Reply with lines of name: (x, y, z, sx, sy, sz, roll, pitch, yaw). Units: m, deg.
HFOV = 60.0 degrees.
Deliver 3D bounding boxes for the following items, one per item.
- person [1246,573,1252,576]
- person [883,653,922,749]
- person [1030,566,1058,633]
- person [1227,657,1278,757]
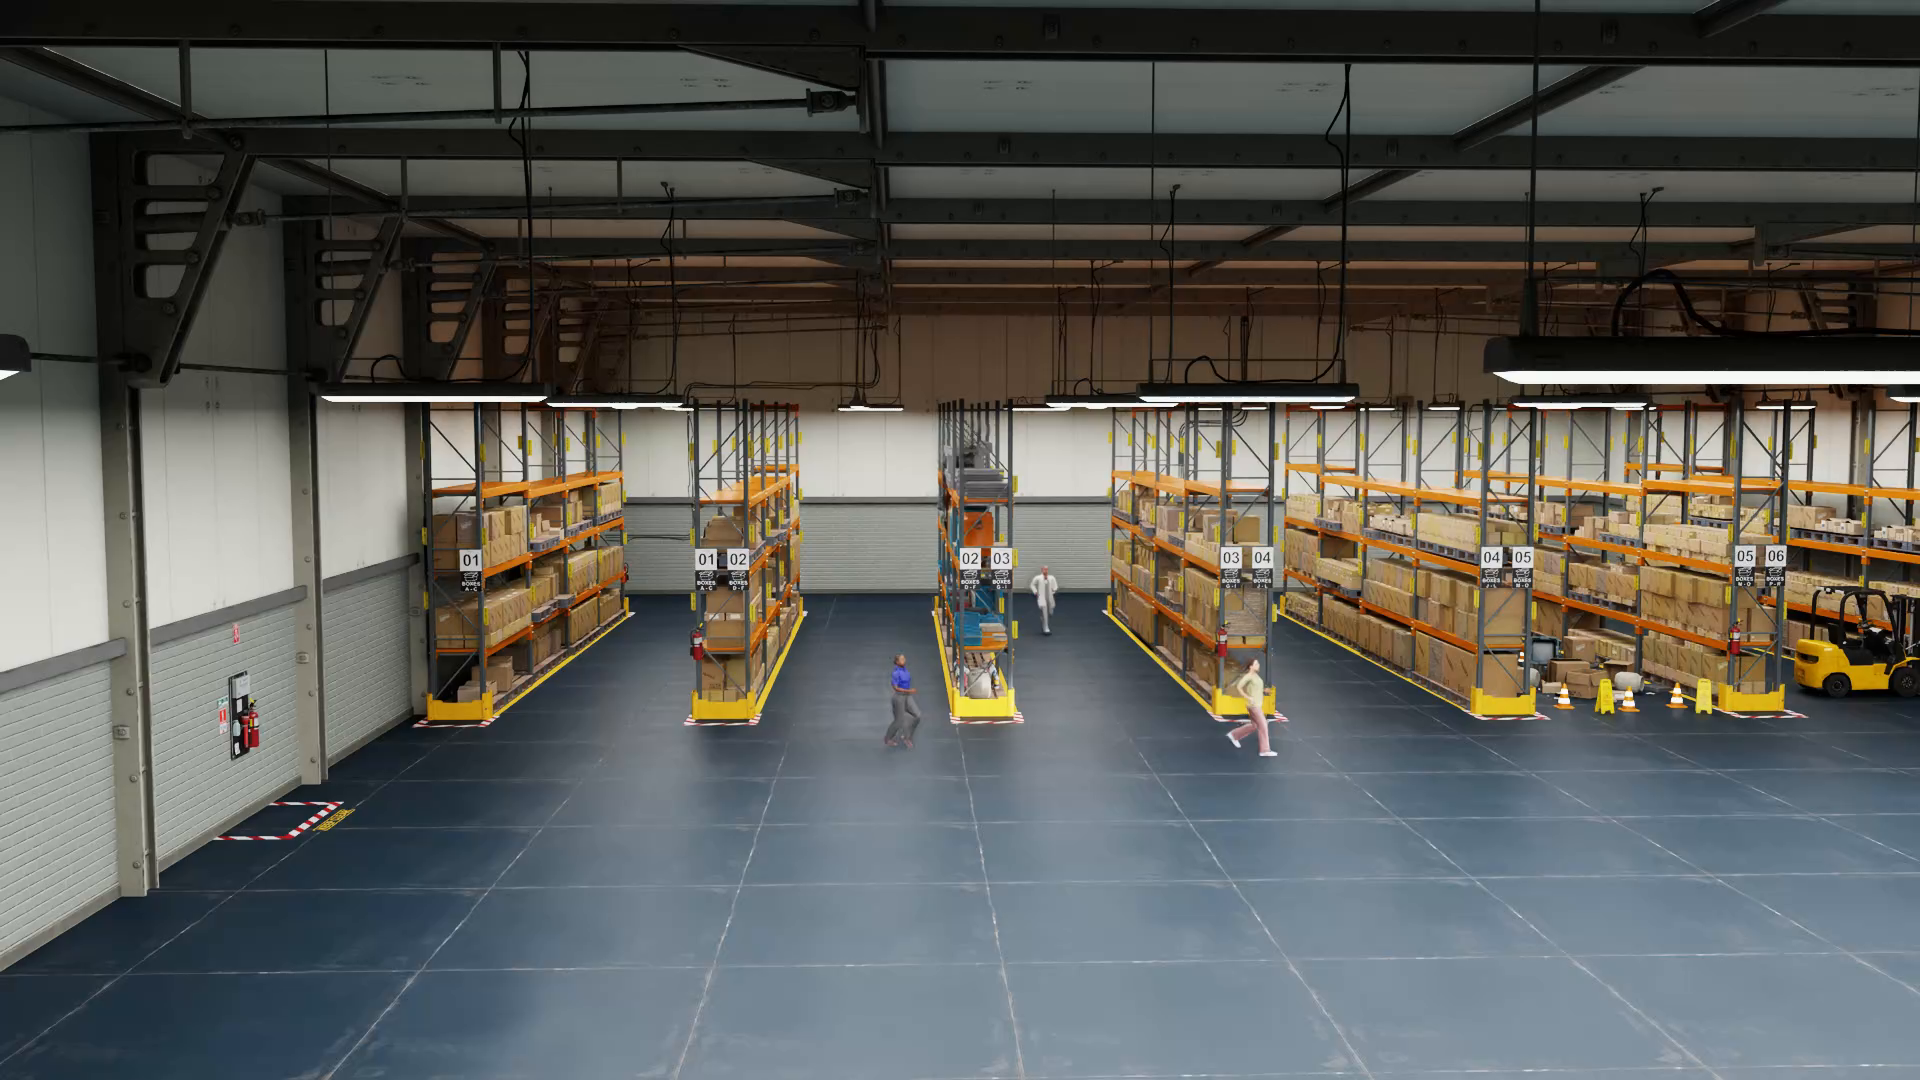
person: (8.103, 1.432, 46.328, 0.525, 1.570, 0.644, 0, 4, 0)
person: (-0.986, 2.760, 28.472, 0.702, 1.663, 0.582, 2, 5, 29)
person: (2.221, 1.538, 43.645, 0.719, 1.743, 0.884, -1, 4, -14)
person: (4.892, 2.779, 27.828, 0.895, 1.643, 0.588, 2, 5, 27)
